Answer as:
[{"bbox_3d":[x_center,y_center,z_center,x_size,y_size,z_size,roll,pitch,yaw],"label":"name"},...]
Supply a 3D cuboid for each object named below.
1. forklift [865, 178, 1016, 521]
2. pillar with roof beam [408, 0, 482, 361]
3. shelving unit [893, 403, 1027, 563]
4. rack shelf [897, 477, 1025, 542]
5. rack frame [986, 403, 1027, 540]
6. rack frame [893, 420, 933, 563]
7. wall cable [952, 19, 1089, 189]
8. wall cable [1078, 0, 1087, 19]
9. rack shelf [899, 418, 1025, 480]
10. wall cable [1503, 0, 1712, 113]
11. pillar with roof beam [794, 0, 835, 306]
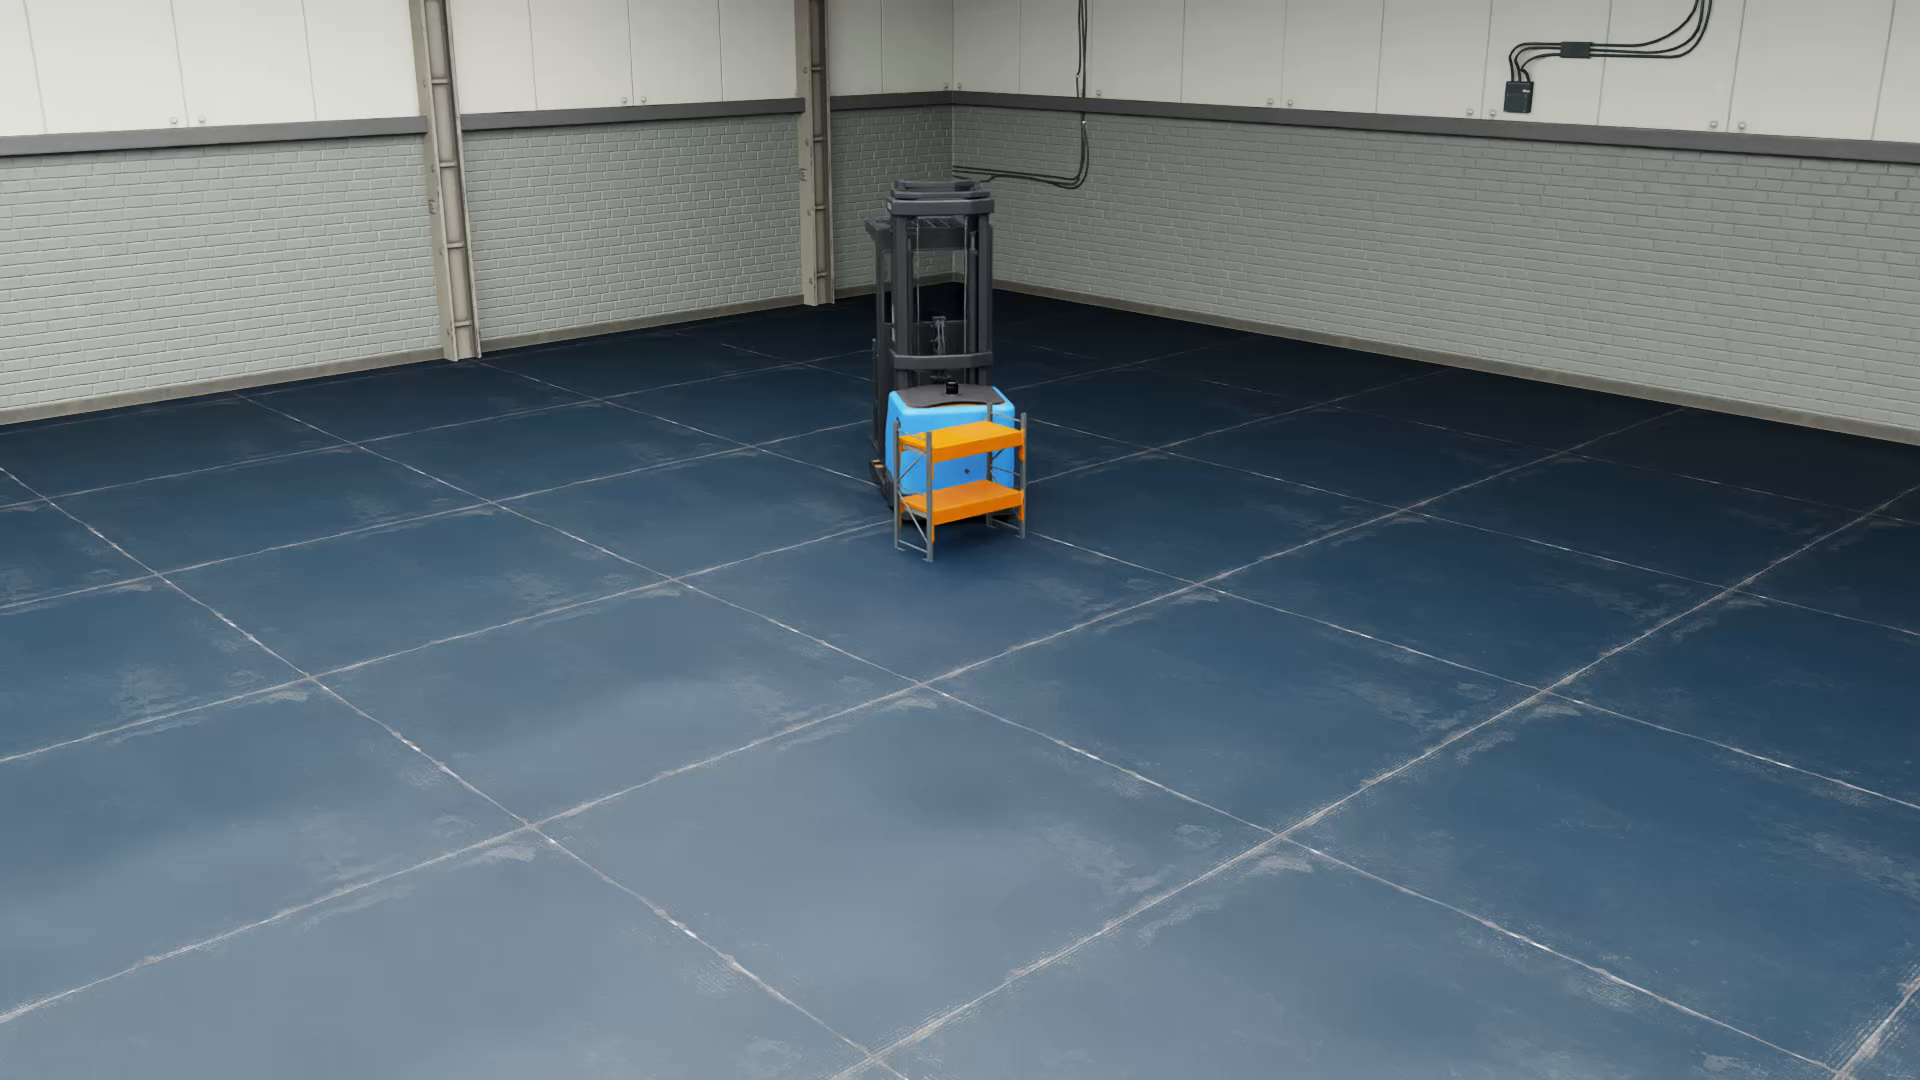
[{"bbox_3d":[-0.287,-1.981,15.841,1.130,2.935,3.031,-3,18,-11],"label":"forklift"},{"bbox_3d":[-3.594,-5.721,17.538,0.400,9.000,9.100,-16,24,-41],"label":"pillar with roof beam"},{"bbox_3d":[0.004,-0.503,14.213,1.048,1.125,0.538,-14,22,-36],"label":"shelving unit"},{"bbox_3d":[0.004,-0.271,14.288,1.000,0.278,0.538,-14,22,-36],"label":"rack shelf"},{"bbox_3d":[0.403,-0.600,14.512,0.032,1.125,0.500,-14,22,-36],"label":"rack frame"},{"bbox_3d":[-0.395,-0.406,13.913,0.032,1.125,0.500,-14,22,-36],"label":"rack frame"},{"bbox_3d":[0.857,-6.808,25.925,0.112,2.526,3.097,-16,24,-41],"label":"wall cable"},{"bbox_3d":[2.715,-8.604,23.277,0.112,2.526,3.097,-16,24,-41],"label":"wall cable"},{"bbox_3d":[0.004,-0.782,14.122,1.000,0.278,0.538,-14,22,-36],"label":"rack shelf"},{"bbox_3d":[7.368,-7.772,18.350,0.169,6.003,2.305,-16,24,-41],"label":"wall cable"},{"bbox_3d":[0.765,-6.992,21.460,0.400,9.000,9.100,-16,24,-41],"label":"pillar with roof beam"}]
